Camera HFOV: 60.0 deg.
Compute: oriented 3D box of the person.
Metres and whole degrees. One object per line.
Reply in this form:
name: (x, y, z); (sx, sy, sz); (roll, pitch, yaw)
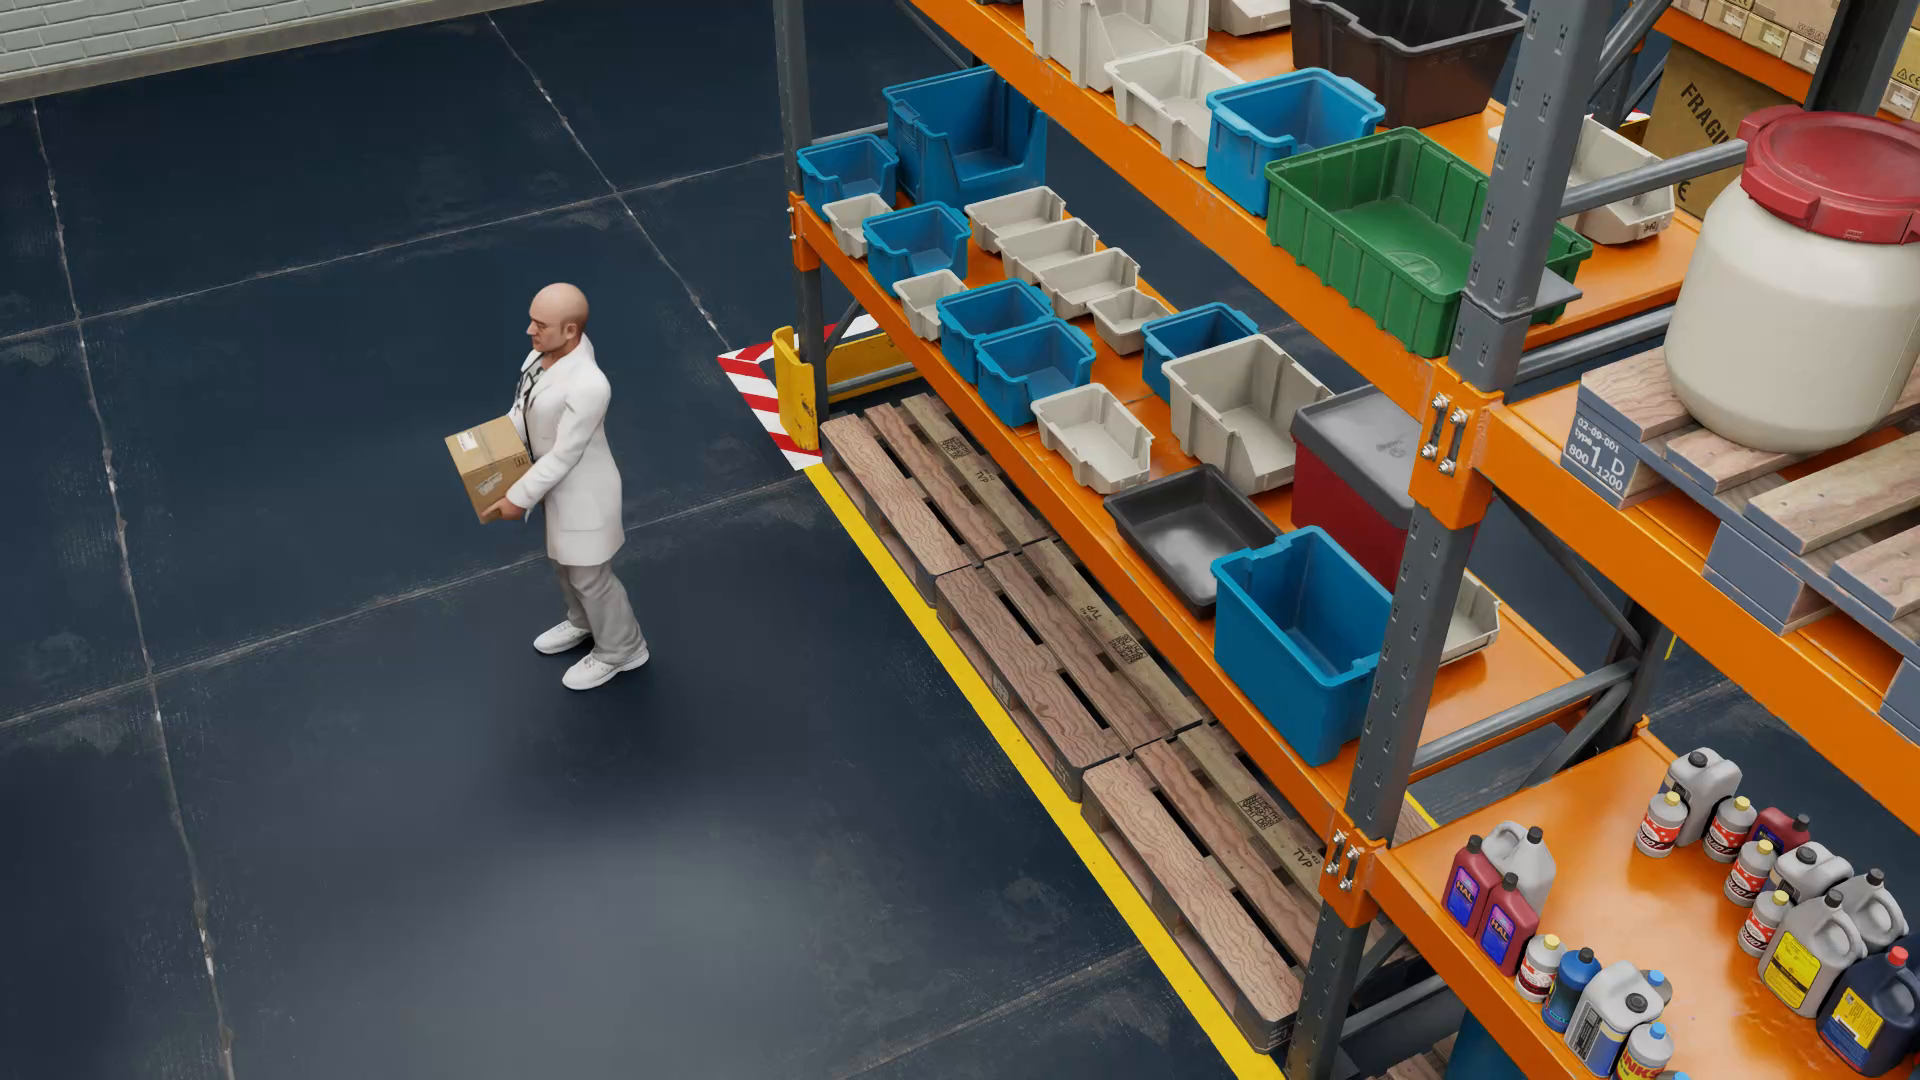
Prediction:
person: (-1.574, -0.177, 6.379); (0.556, 1.775, 0.527); (-18, 44, -20)
